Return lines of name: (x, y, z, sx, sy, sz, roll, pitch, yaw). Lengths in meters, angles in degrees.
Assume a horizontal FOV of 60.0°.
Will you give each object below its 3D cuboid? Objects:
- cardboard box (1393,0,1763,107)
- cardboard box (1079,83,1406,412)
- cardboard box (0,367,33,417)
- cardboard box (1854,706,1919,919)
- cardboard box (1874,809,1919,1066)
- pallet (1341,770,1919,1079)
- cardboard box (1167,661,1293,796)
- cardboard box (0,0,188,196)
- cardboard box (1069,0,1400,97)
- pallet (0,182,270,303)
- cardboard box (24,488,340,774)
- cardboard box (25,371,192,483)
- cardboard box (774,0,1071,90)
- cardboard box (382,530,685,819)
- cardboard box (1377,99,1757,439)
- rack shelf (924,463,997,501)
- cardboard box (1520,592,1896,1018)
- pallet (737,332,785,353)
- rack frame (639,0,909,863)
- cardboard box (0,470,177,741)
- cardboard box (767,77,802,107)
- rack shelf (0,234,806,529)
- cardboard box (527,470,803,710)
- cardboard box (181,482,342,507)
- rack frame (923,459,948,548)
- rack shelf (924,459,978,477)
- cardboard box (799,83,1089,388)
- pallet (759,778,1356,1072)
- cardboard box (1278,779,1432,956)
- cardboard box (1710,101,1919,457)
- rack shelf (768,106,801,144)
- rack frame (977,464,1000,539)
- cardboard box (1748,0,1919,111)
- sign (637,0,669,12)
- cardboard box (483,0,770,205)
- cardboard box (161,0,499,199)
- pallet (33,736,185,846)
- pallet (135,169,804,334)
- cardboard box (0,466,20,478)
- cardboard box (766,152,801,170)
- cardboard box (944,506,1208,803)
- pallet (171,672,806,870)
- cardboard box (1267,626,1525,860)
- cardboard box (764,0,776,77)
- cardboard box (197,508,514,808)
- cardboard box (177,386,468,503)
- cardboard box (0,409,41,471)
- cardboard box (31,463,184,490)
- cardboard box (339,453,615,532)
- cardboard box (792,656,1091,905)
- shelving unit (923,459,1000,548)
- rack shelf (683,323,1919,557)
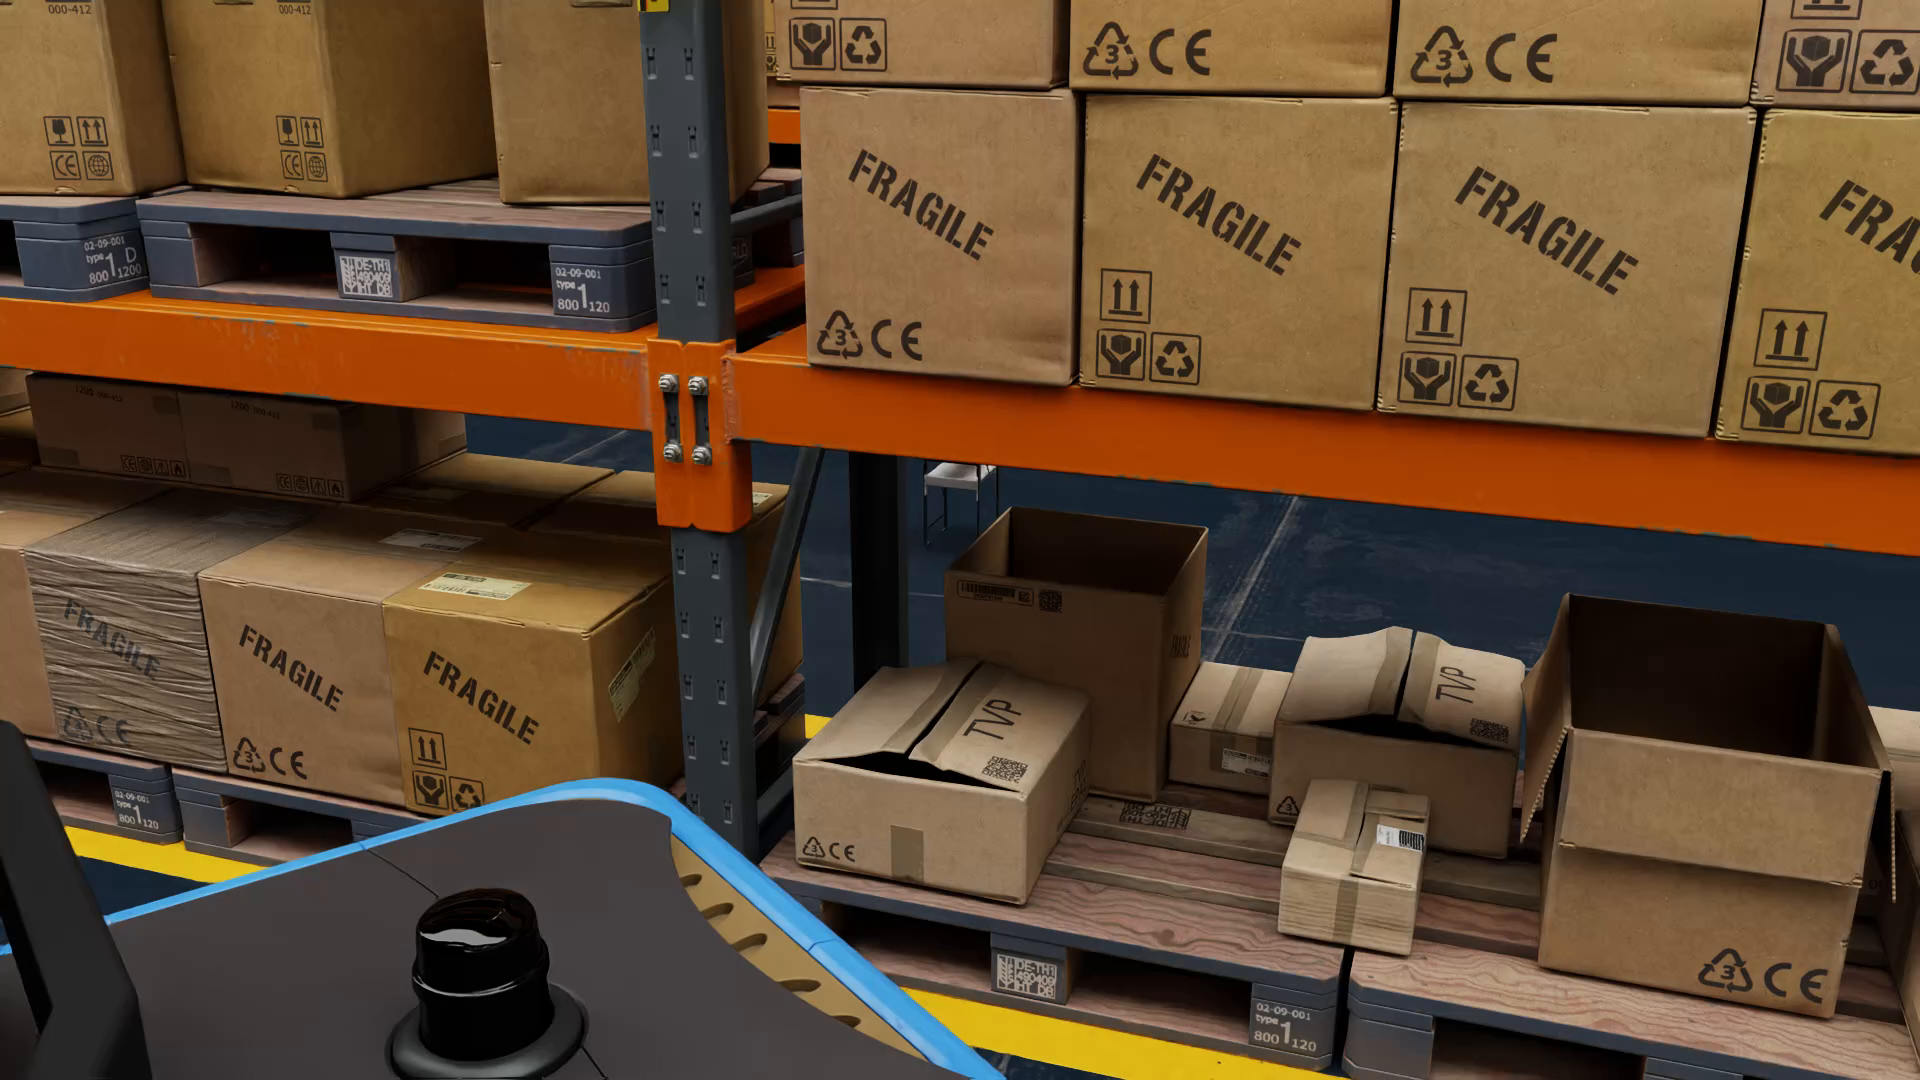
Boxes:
cardboard box: (0.974, -0.964, 2.615, 0.500, 0.500, 0.500, 6, 20, 16)
cardboard box: (0.525, -0.548, 2.939, 0.500, 0.500, 0.500, 7, 20, 19)
cardboard box: (-3.115, -0.475, 4.873, 0.500, 0.250, 0.500, 7, 21, 20)
cardboard box: (2.062, 0.573, 3.384, 0.500, 0.250, 0.500, 7, 20, 18)
cardboard box: (1.945, 0.734, 2.922, 0.500, 0.250, 0.500, 7, 20, 18)
pallet: (1.453, 0.828, 3.381, 1.213, 0.211, 1.003, 7, 20, 18)
cardboard box: (0.654, 0.439, 3.922, 0.250, 0.149, 0.380, 7, 20, 18)
cardboard box: (-2.041, -1.112, 3.919, 0.500, 0.500, 0.700, 1, 19, 4)
cardboard box: (0.489, -1.020, 2.774, 0.500, 0.500, 0.500, 6, 20, 16)
pallet: (-2.292, -0.827, 4.184, 1.213, 0.211, 1.003, 7, 20, 18)
cardboard box: (-1.850, 0.203, 4.065, 0.500, 0.500, 0.500, 7, 20, 19)
cardboard box: (-2.147, -0.366, 4.560, 0.500, 0.250, 0.500, 6, 20, 17)
cardboard box: (0.001, -1.076, 2.934, 0.500, 0.500, 0.500, 7, 20, 19)
cardboard box: (-0.912, 0.314, 3.748, 0.500, 0.500, 0.500, 6, 20, 18)
cardboard box: (0.997, -0.493, 2.782, 0.500, 0.500, 0.500, 6, 20, 18)
rack shelf: (0.008, -0.223, 5.996, 0.200, 0.077, 0.258, 7, 20, 18)
cardboard box: (1.425, 0.478, 3.273, 0.637, 0.503, 0.797, 7, 20, 18)
pallet: (-0.639, -1.110, 8.939, 1.213, 0.211, 1.003, 7, 20, 18)
rack frame: (-0.352, -0.695, 3.512, 0.127, 3.000, 1.000, 7, 20, 18)
cardboard box: (-2.331, 0.149, 4.220, 0.500, 0.500, 0.500, 6, 20, 16)
cardboard box: (-0.820, -2.288, 8.435, 0.250, 0.149, 0.380, 7, 20, 18)
rack shelf: (-2.241, -0.571, 4.250, 4.000, 0.370, 1.077, 7, 20, 18)
cardboard box: (-0.729, 0.150, 4.218, 0.500, 0.500, 0.500, 6, 20, 16)
cardboard box: (-1.706, 0.039, 4.535, 0.500, 0.500, 0.500, 7, 20, 19)
rack frame: (-0.088, -0.435, 5.957, 0.006, 0.900, 0.240, 7, 20, 18)
rack shelf: (0.008, -0.308, 5.966, 0.200, 0.077, 0.258, 7, 20, 18)
cardboard box: (0.040, -0.602, 3.094, 0.500, 0.500, 0.500, 7, 20, 19)
pallet: (0.297, 0.697, 3.757, 1.213, 0.211, 1.003, 7, 20, 18)
cardboard box: (0.794, 0.638, 3.324, 0.250, 0.166, 0.380, 7, 20, 18)
cardboard box: (1.478, -0.439, 2.625, 0.500, 0.500, 0.500, 6, 20, 17)
rack shelf: (-0.619, -2.112, 8.670, 4.000, 0.370, 1.077, 7, 20, 18)
rack frame: (0.104, -0.413, 5.894, 0.006, 0.900, 0.240, 7, 20, 18)
cardboard box: (1.462, -0.909, 2.455, 0.500, 0.500, 0.500, 7, 20, 20)
sign: (-0.530, -1.068, 2.825, 0.005, 0.325, 0.100, 7, 20, 18)
cardboard box: (-0.726, -1.061, 3.773, 0.500, 0.500, 0.700, 0, 19, 0)
cardboard box: (-1.396, -1.115, 3.929, 0.500, 0.500, 0.700, 10, 22, 27)
pallet: (-2.289, 0.415, 4.566, 1.213, 0.211, 1.003, 7, 20, 18)
pallet: (-1.071, -0.724, 3.888, 1.213, 0.211, 1.003, 7, 20, 18)
cardboard box: (-2.825, 0.094, 4.377, 0.500, 0.500, 0.500, 6, 20, 17)
cardboard box: (-1.031, -1.634, 8.834, 0.750, 0.750, 0.750, 6, 20, 18)
cardboard box: (0.280, 0.251, 3.927, 0.500, 0.500, 0.500, 7, 20, 18)
pallet: (-1.132, 0.546, 4.189, 1.213, 0.211, 1.003, 7, 20, 18)
cardboard box: (0.988, 0.422, 3.726, 0.500, 0.311, 0.500, 7, 20, 18)
cardboard box: (-0.679, -2.565, 8.244, 0.500, 0.500, 0.500, 7, 20, 20)
cardboard box: (-1.376, 0.258, 3.909, 0.500, 0.500, 0.500, 7, 20, 18)
cardboard box: (-1.673, -0.312, 4.405, 0.500, 0.250, 0.500, 7, 20, 18)
cardboard box: (-2.681, -0.070, 4.849, 0.500, 0.500, 0.500, 6, 20, 16)
cardboard box: (-2.183, -0.015, 4.692, 0.500, 0.500, 0.500, 6, 20, 16)
cardboard box: (-1.236, 0.096, 4.373, 0.500, 0.500, 0.500, 7, 20, 19)
cardboard box: (-0.026, 0.480, 3.559, 0.500, 0.311, 0.500, 7, 20, 18)
shelving unit: (0.008, -0.424, 5.926, 0.210, 0.900, 0.258, 7, 20, 18)
rack shelf: (1.538, -0.139, 3.010, 4.000, 0.370, 1.077, 7, 20, 18)
